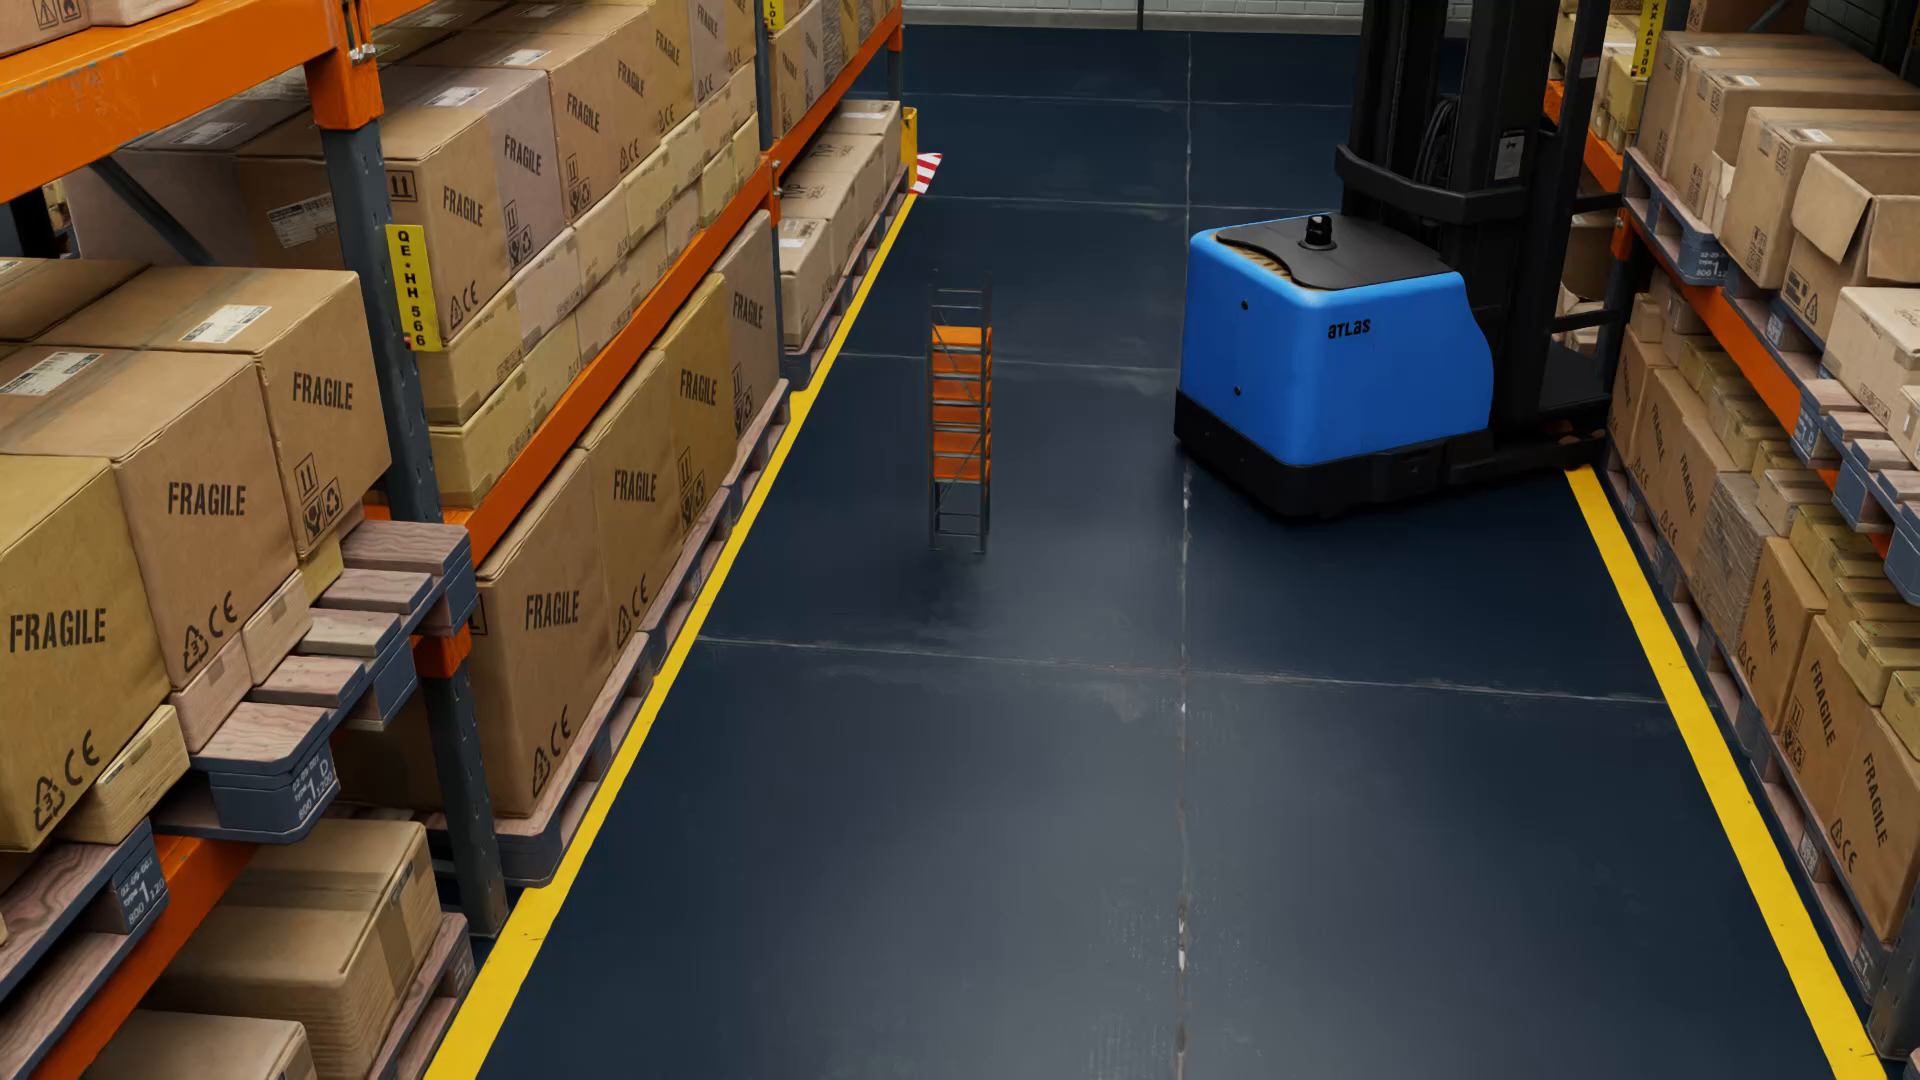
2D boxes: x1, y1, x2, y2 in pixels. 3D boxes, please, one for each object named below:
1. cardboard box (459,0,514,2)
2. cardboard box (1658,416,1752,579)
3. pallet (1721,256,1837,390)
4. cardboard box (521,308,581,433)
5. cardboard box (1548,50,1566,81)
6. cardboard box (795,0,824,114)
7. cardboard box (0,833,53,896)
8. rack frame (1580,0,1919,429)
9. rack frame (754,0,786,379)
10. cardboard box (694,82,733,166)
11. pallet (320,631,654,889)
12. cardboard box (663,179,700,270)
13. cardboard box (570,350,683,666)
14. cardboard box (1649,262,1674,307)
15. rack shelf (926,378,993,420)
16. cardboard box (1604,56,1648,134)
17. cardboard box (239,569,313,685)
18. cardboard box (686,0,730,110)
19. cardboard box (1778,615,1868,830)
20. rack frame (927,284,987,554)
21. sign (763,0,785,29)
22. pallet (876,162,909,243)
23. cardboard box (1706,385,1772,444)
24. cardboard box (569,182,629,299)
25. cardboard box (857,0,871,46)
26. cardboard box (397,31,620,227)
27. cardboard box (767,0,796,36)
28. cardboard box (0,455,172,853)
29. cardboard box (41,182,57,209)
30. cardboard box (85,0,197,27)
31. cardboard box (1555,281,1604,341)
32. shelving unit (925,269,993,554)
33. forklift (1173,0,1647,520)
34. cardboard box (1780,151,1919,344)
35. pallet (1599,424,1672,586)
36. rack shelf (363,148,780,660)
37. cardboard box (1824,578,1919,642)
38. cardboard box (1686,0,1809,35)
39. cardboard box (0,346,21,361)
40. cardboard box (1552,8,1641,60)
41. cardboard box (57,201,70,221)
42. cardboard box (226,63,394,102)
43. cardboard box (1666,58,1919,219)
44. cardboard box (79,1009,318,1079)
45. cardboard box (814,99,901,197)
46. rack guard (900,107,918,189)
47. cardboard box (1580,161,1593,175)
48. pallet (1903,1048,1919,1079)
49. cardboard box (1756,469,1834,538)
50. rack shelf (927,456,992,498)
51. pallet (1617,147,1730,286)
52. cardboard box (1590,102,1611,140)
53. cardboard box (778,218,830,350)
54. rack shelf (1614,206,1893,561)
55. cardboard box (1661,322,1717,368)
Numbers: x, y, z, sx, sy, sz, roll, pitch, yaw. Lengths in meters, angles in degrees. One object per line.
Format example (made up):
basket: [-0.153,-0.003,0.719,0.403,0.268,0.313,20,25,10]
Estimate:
cardboard box: [-1.836,-1.870,6.398,0.500,0.500,0.500,3,28,5]
cardboard box: [3.125,-0.150,6.559,0.500,0.500,0.500,3,28,5]
pallet: [3.272,-0.715,5.616,1.003,0.211,1.213,3,28,6]
cardboard box: [-1.533,-0.563,5.290,0.500,0.250,0.500,3,28,5]
cardboard box: [3.487,-2.671,9.310,0.380,0.149,0.250,4,29,7]
cardboard box: [-1.015,-2.539,8.695,0.500,0.500,0.500,4,29,7]
cardboard box: [-1.857,0.534,2.917,0.380,0.149,0.250,4,29,7]
rack frame: [3.529,-1.766,7.366,1.000,3.000,0.127,3,28,6]
rack frame: [-1.398,-2.053,7.898,1.000,3.000,0.127,3,28,6]
cardboard box: [-1.265,-1.750,6.966,0.500,0.250,0.500,4,29,7]
pallet: [-1.717,0.691,5.745,1.003,0.211,1.213,3,28,6]
cardboard box: [-1.347,-1.285,6.631,0.500,0.250,0.500,3,28,5]
cardboard box: [-1.608,-0.160,6.181,0.875,0.875,0.875,4,29,7]
cardboard box: [3.281,-1.110,7.344,0.380,0.149,0.250,3,28,5]
rack shelf: [-0.002,-0.588,6.917,0.258,0.103,0.180,3,28,6]
cardboard box: [3.349,-2.085,7.802,0.500,0.250,0.500,4,29,7]
cardboard box: [-1.642,0.175,3.584,0.380,0.149,0.250,3,28,6]
cardboard box: [-1.260,-2.068,6.767,0.500,0.500,0.500,4,29,7]
cardboard box: [2.949,0.586,5.193,0.500,0.500,0.500,3,28,5]
rack frame: [-0.013,-0.478,6.873,0.240,1.200,0.006,3,28,6]
sign: [-0.858,-2.501,7.592,0.100,0.325,0.005,3,28,6]
pallet: [-0.928,-2.327,11.347,1.003,0.211,1.213,3,28,6]
cardboard box: [3.156,-0.481,6.490,0.380,0.149,0.250,3,28,6]
cardboard box: [-1.443,-1.025,5.622,0.500,0.250,0.500,3,28,6]
cardboard box: [-0.834,-3.259,10.032,0.500,0.500,0.500,4,29,8]
cardboard box: [-1.455,-1.349,5.432,0.500,0.500,0.500,4,29,8]
cardboard box: [-1.099,-2.747,8.027,0.500,0.500,0.500,4,29,7]
cardboard box: [-1.781,0.182,2.888,0.500,0.500,0.500,1,28,3]
cardboard box: [-5.838,-2.117,10.267,0.380,0.149,0.250,3,28,6]
cardboard box: [-1.741,-1.102,3.235,0.380,0.149,0.250,3,28,6]
cardboard box: [3.349,-1.195,8.745,0.396,0.266,0.258,4,29,8]
shelving unit: [-0.002,-0.521,6.953,0.258,1.200,0.189,3,28,6]
forklift: [2.599,-1.831,7.558,3.031,2.935,1.130,-12,30,-21]
cardboard box: [3.055,-0.893,5.193,0.797,0.503,0.637,3,28,5]
pallet: [3.467,-0.154,7.313,1.003,0.211,1.213,3,28,6]
rack shelf: [-1.643,-0.795,6.321,1.077,0.370,4.000,3,28,6]
cardboard box: [2.927,0.248,5.136,0.380,0.149,0.250,2,28,5]
cardboard box: [3.975,-2.847,8.426,0.500,0.500,0.500,3,28,5]
cardboard box: [-2.230,-0.086,3.385,0.500,0.500,0.500,5,29,9]
cardboard box: [3.534,-2.798,9.126,0.500,0.250,0.500,3,28,5]
cardboard box: [-5.885,-2.117,10.580,0.380,0.149,0.250,4,29,8]
cardboard box: [-2.030,-1.155,5.072,0.500,0.500,0.500,4,29,7]
cardboard box: [3.184,-1.537,6.392,0.700,0.500,0.500,4,29,7]
cardboard box: [-2.050,1.415,3.789,0.950,0.372,0.625,3,28,5]
cardboard box: [-0.889,-2.676,11.314,0.875,0.438,0.875,2,28,4]
rack guard: [-0.905,-2.847,12.007,1.175,0.500,0.348,3,28,6]
cardboard box: [3.707,-2.051,10.087,0.700,0.500,0.500,4,29,8]
pallet: [2.899,1.729,3.817,1.003,0.211,1.213,3,28,6]
cardboard box: [3.038,-0.123,5.825,0.380,0.149,0.250,2,28,4]
rack shelf: [-0.002,-0.271,7.088,0.258,0.103,0.180,3,28,6]
pallet: [3.323,-1.312,6.725,1.003,0.211,1.213,3,28,6]
cardboard box: [3.335,-2.068,8.191,0.380,0.149,0.250,4,29,8]
cardboard box: [-1.215,-1.399,8.943,0.875,0.438,0.875,3,28,5]
rack shelf: [3.284,-0.508,5.789,1.077,0.370,4.000,3,28,6]
cardboard box: [3.264,-0.848,7.170,0.380,0.149,0.250,3,28,5]
